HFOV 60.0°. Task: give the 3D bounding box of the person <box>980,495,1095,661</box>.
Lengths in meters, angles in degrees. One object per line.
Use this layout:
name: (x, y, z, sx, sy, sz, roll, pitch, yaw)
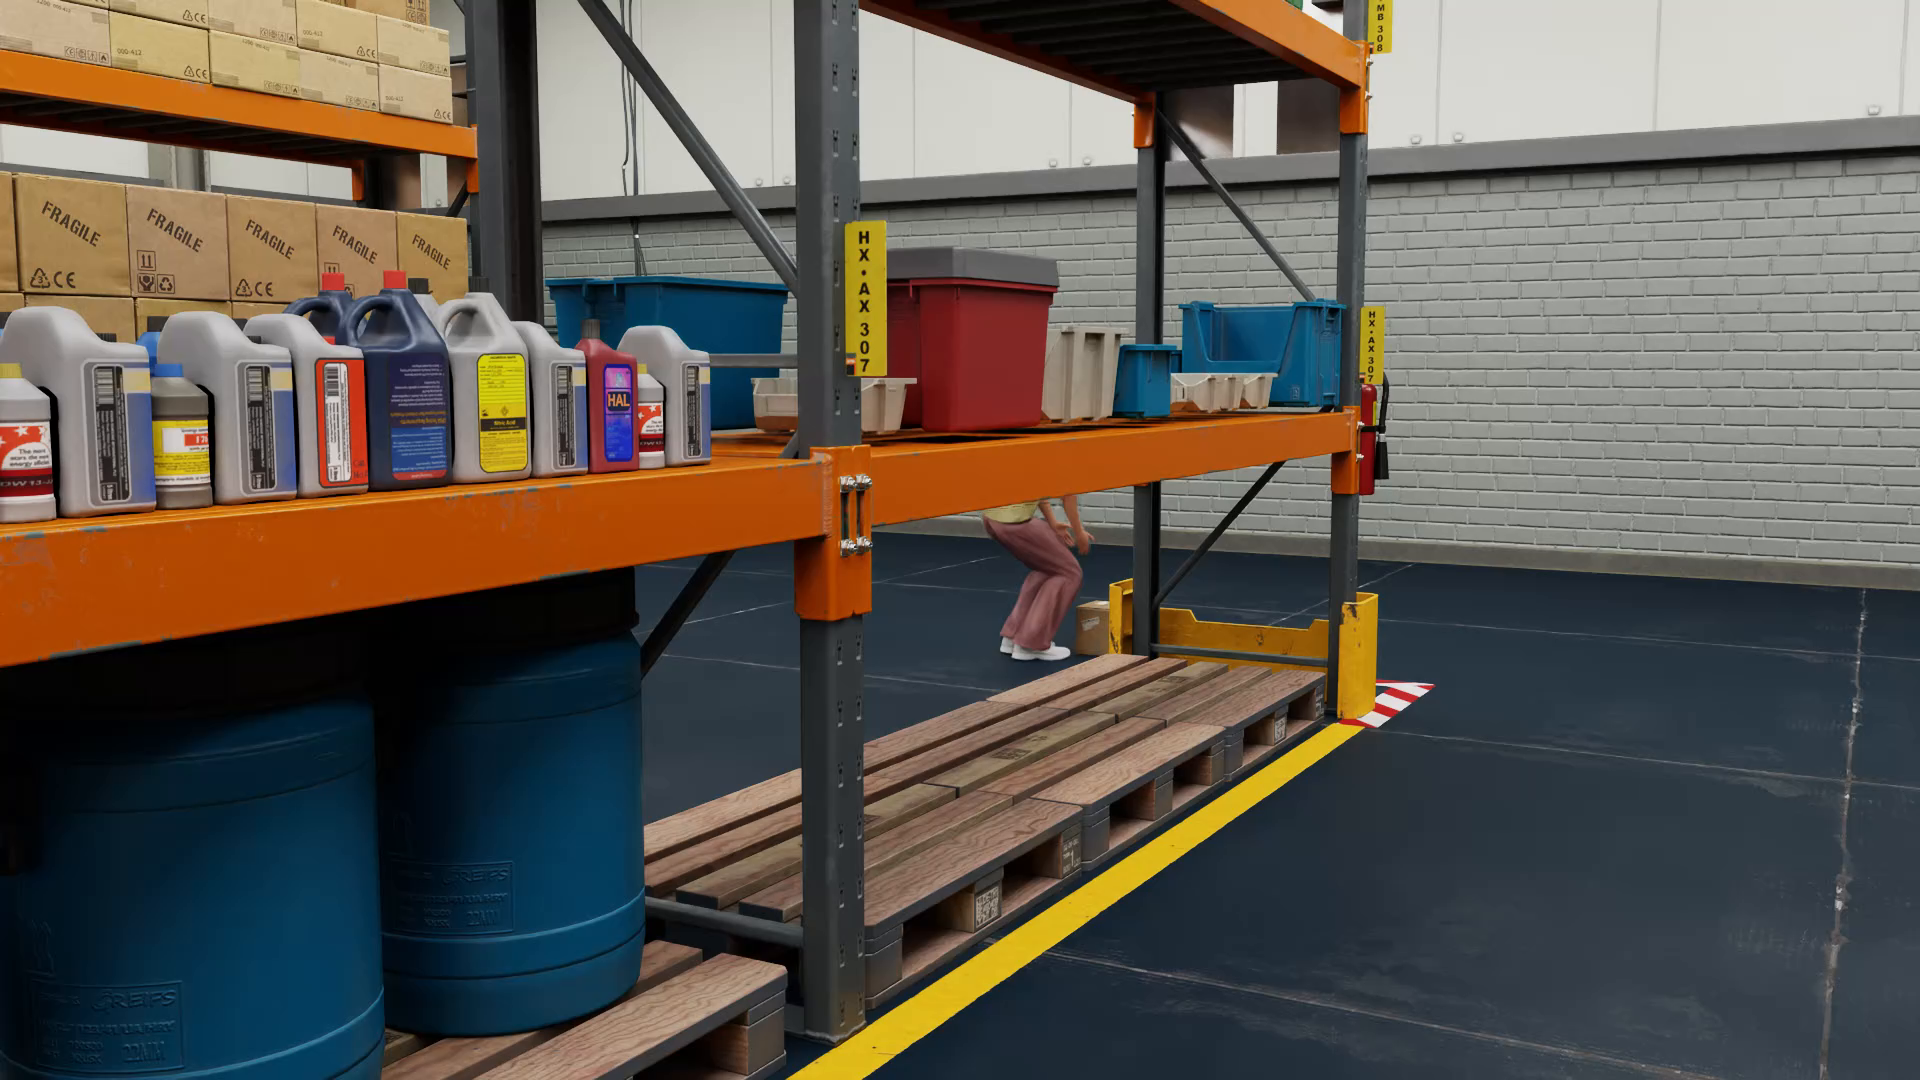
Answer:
person: (0.419, -0.091, 8.589, 0.634, 1.390, 0.509, -2, 6, -16)
